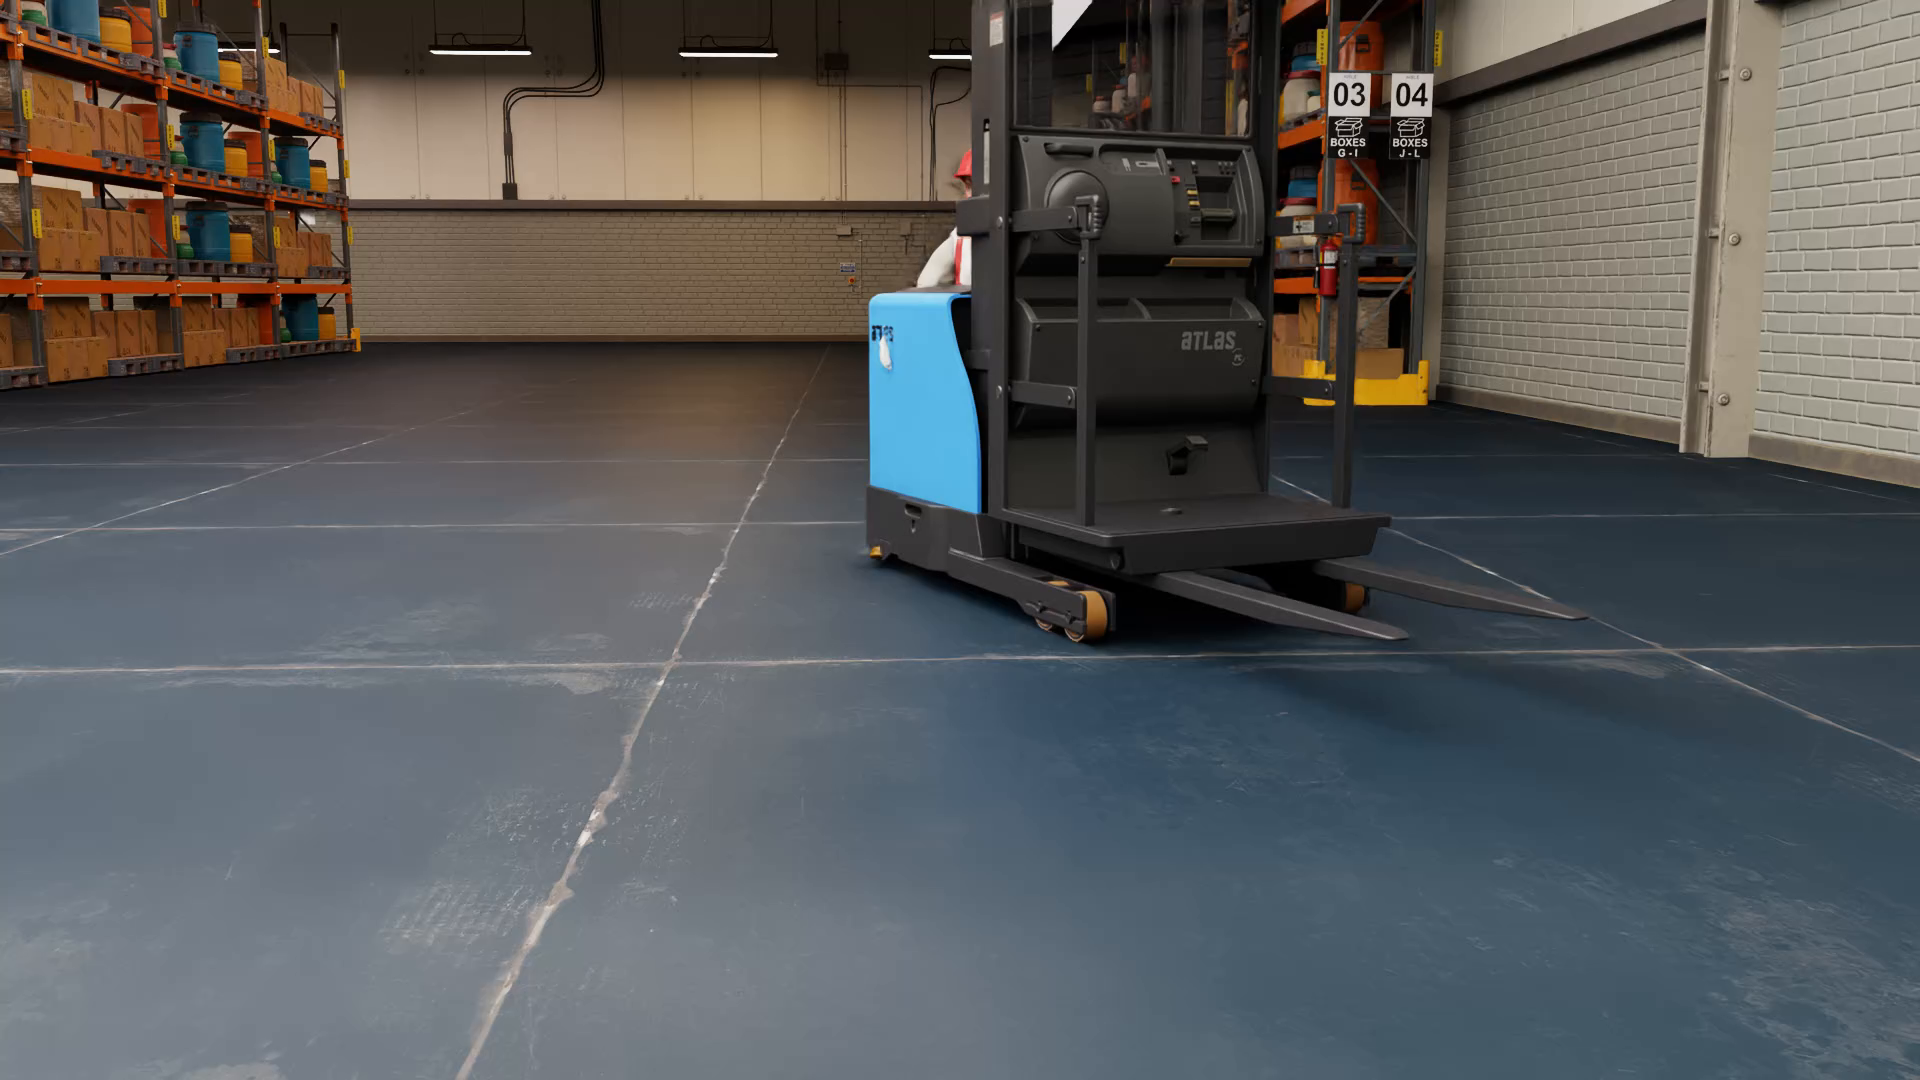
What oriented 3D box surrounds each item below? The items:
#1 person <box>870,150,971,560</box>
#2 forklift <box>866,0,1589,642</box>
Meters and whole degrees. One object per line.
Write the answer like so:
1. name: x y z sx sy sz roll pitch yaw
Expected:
1. person: 0.094 -0.717 6.536 0.824 1.660 0.665 4 10 27
2. forklift: 0.717 -1.204 5.442 1.130 2.935 3.031 -4 9 -25
